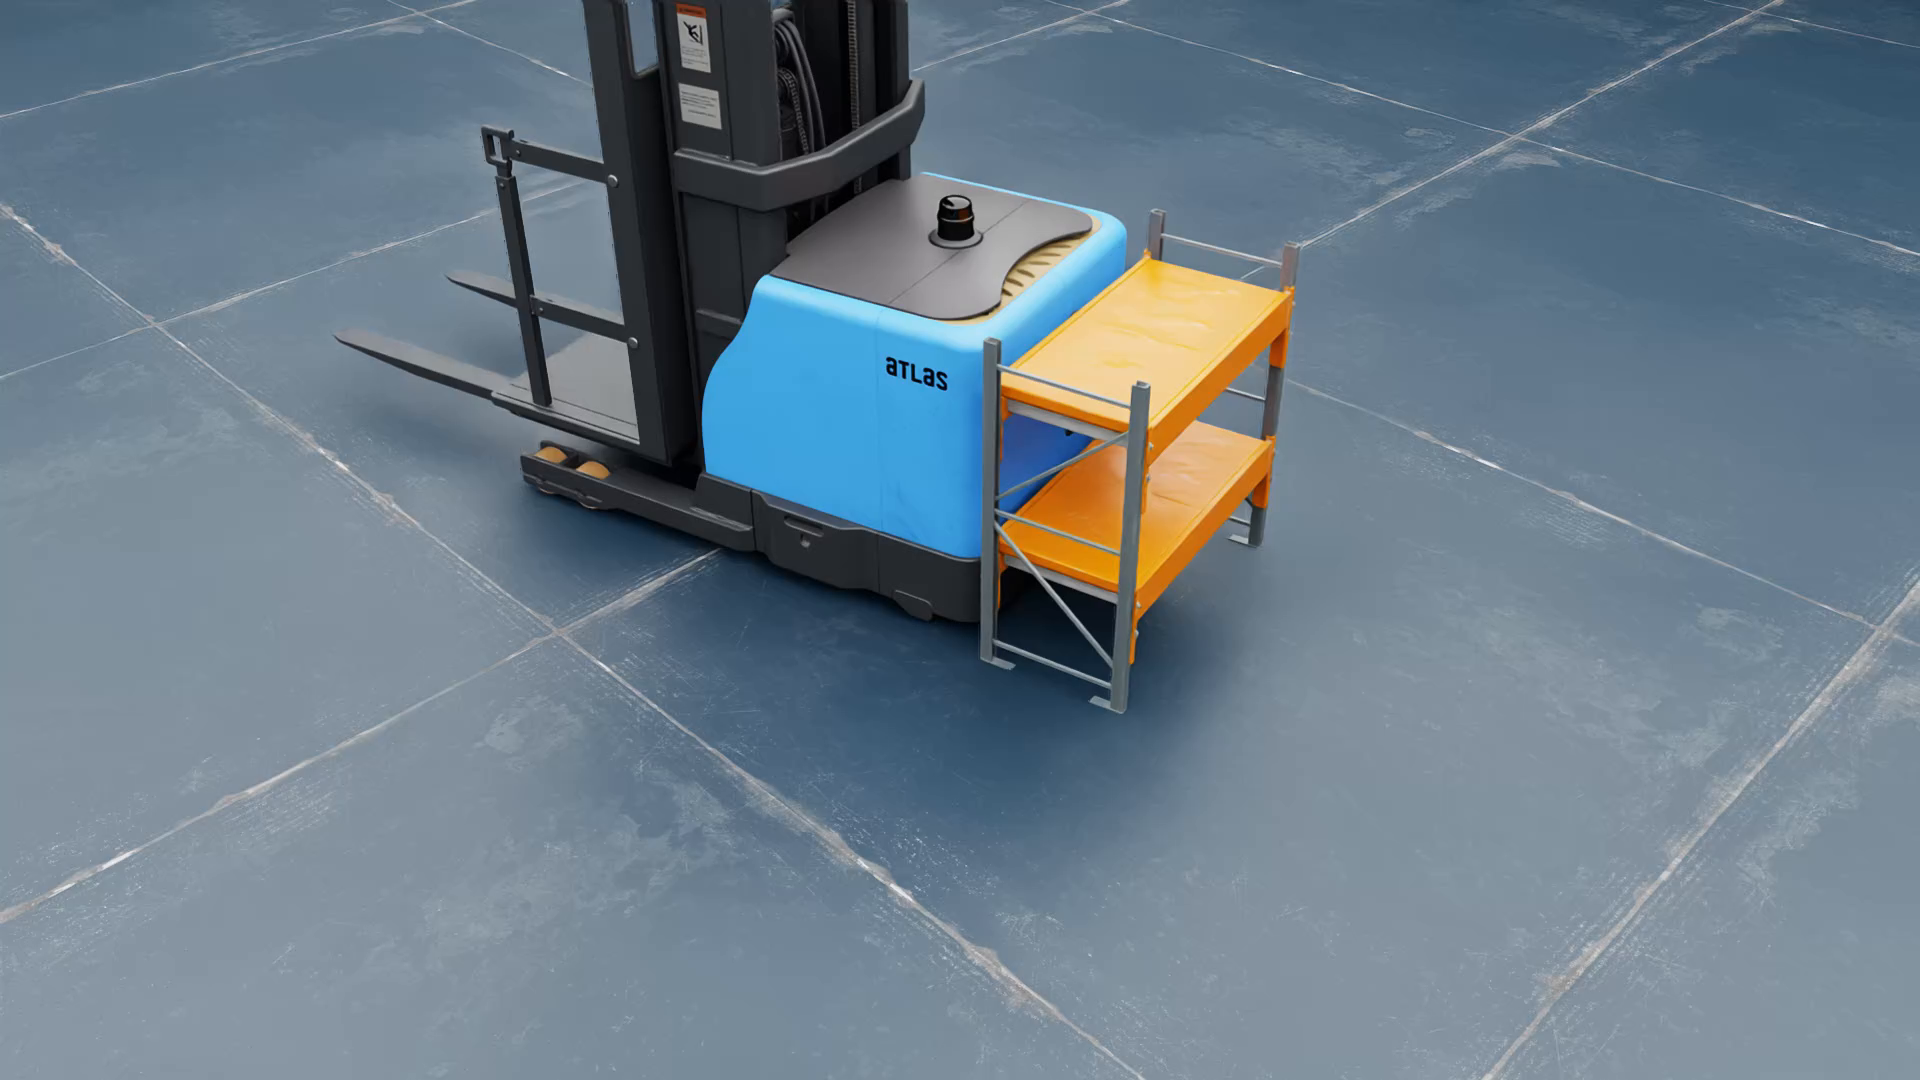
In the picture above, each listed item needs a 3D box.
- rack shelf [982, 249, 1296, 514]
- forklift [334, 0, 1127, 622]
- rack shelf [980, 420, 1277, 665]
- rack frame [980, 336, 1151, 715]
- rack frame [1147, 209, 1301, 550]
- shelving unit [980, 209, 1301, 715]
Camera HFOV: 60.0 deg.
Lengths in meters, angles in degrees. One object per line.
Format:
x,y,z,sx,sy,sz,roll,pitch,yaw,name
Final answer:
0.553,-0.505,4.979,0.538,0.278,1.000,20,39,26,rack shelf
-0.979,-1.554,5.415,3.031,2.935,1.130,18,39,24,forklift
0.553,-0.064,5.286,0.538,0.278,1.000,20,39,26,rack shelf
0.283,-0.018,4.793,0.500,1.125,0.032,20,39,26,rack frame
0.822,-0.511,5.500,0.500,1.125,0.032,20,39,26,rack frame
0.553,-0.265,5.146,0.538,1.125,1.048,20,39,26,shelving unit
